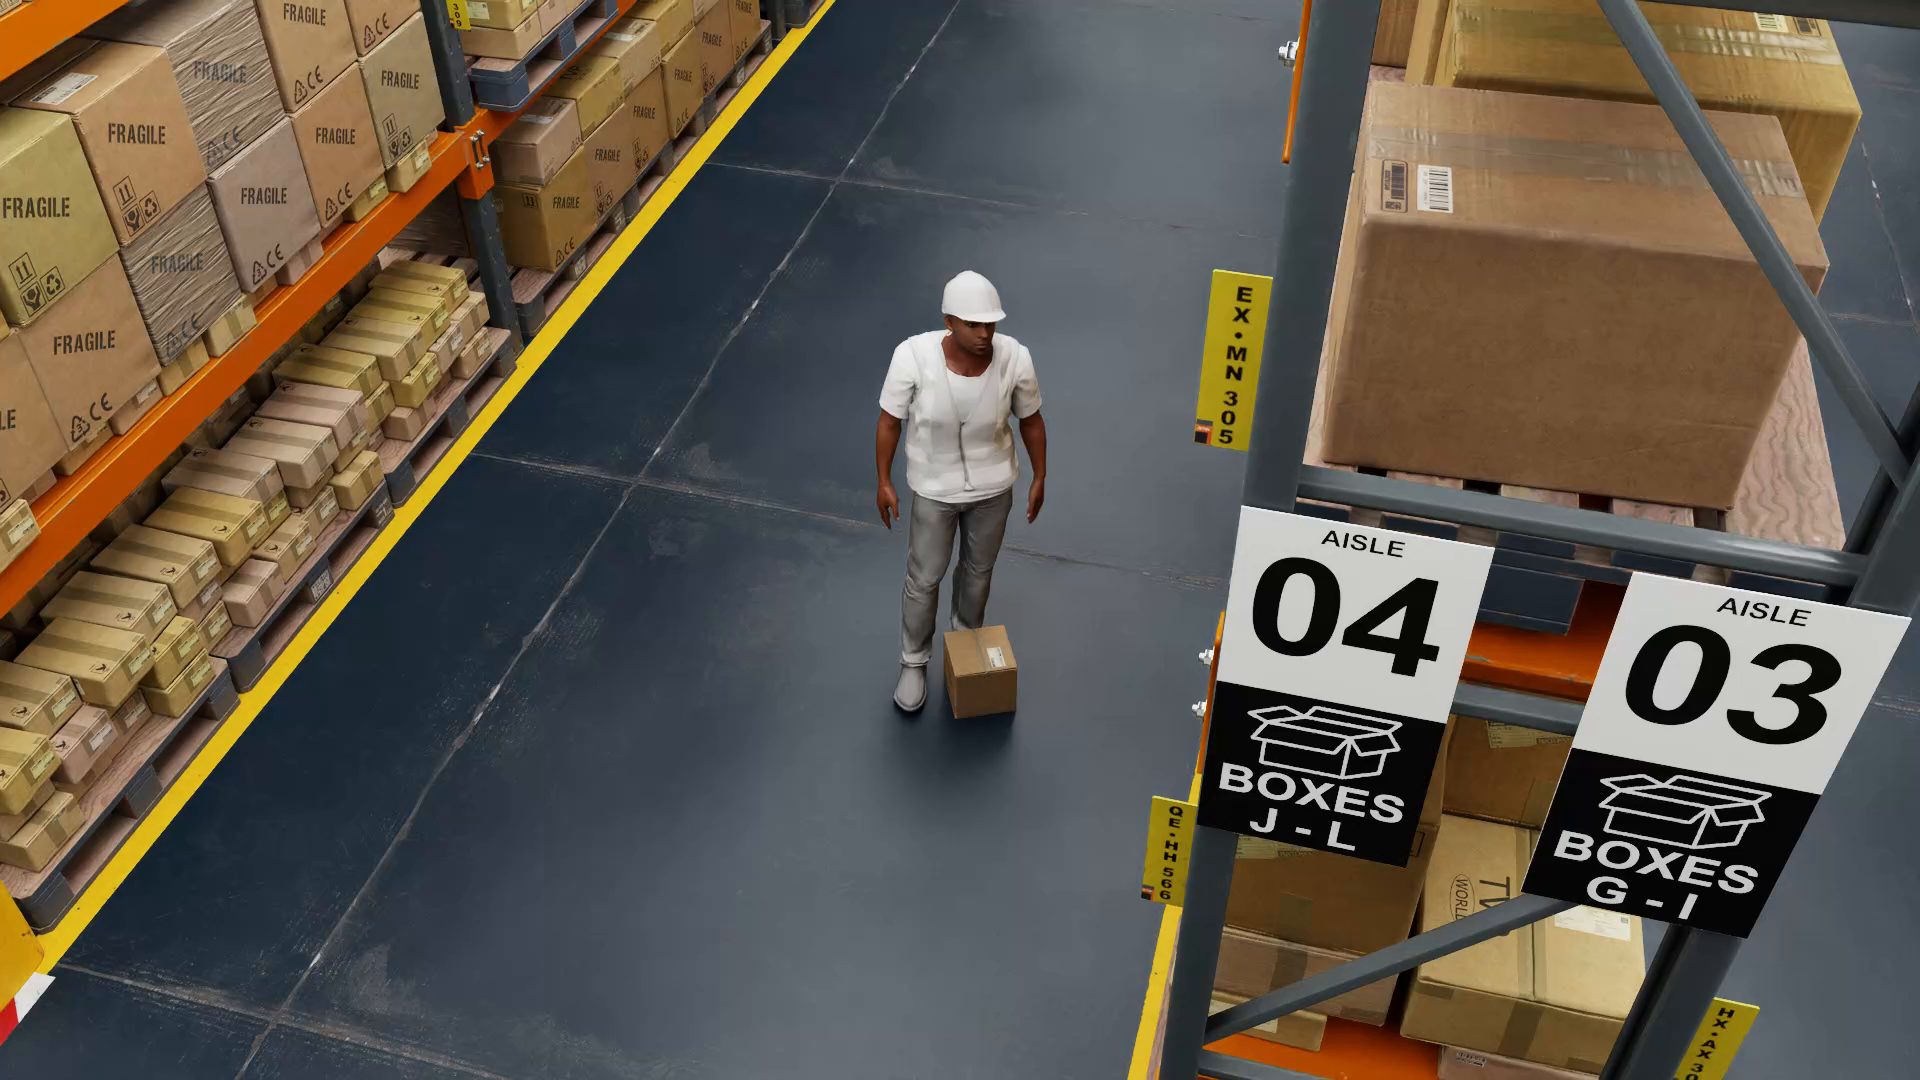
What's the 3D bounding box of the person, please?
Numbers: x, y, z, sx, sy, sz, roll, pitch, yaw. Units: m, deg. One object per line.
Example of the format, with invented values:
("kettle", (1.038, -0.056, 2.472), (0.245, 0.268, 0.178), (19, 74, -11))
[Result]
("person", (0.017, -0.176, 6.329), (0.665, 1.765, 0.577), (-6, 41, -7))
